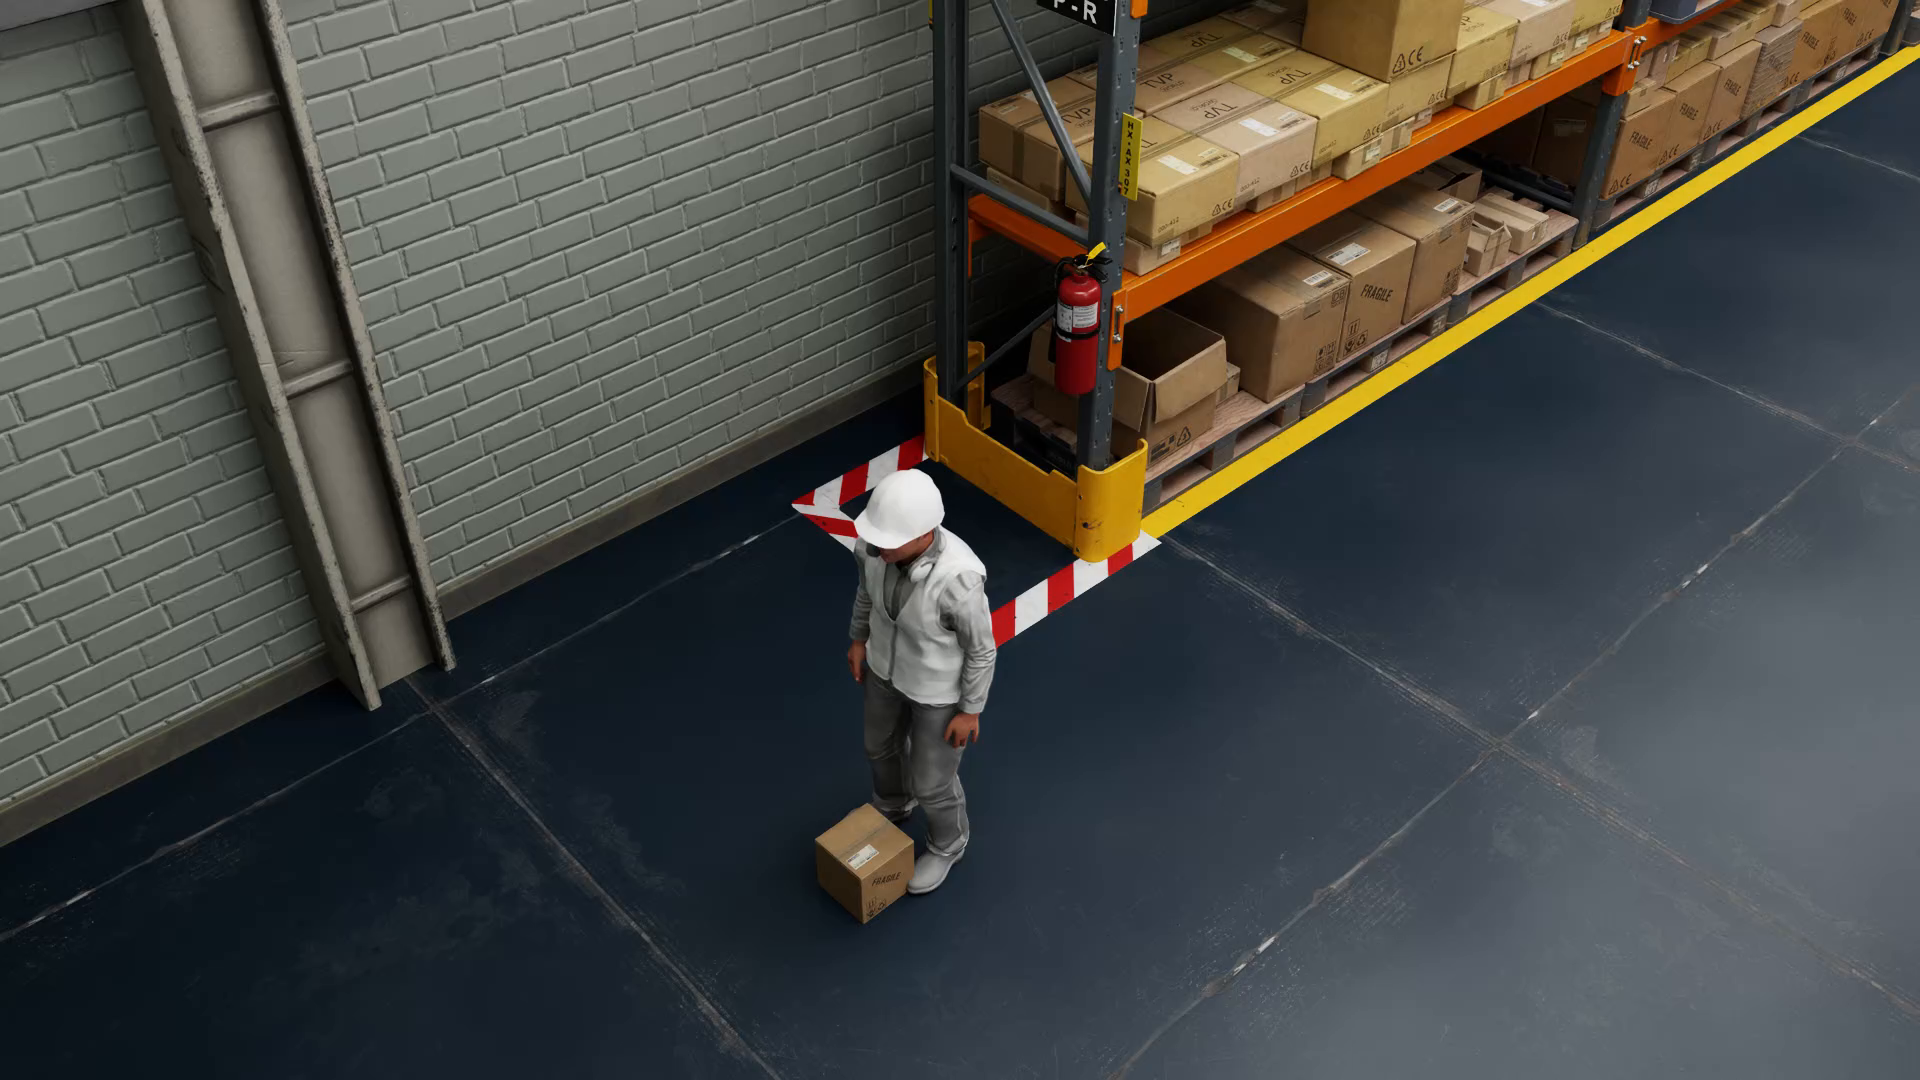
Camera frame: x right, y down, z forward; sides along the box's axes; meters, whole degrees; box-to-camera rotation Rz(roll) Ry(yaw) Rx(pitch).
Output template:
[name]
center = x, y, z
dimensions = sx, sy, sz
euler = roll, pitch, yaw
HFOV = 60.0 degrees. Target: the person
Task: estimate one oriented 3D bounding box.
[person]
center = -0.144, 0.454, 5.586
dimensions = 0.592, 1.771, 0.464
euler = 32, 49, 32
